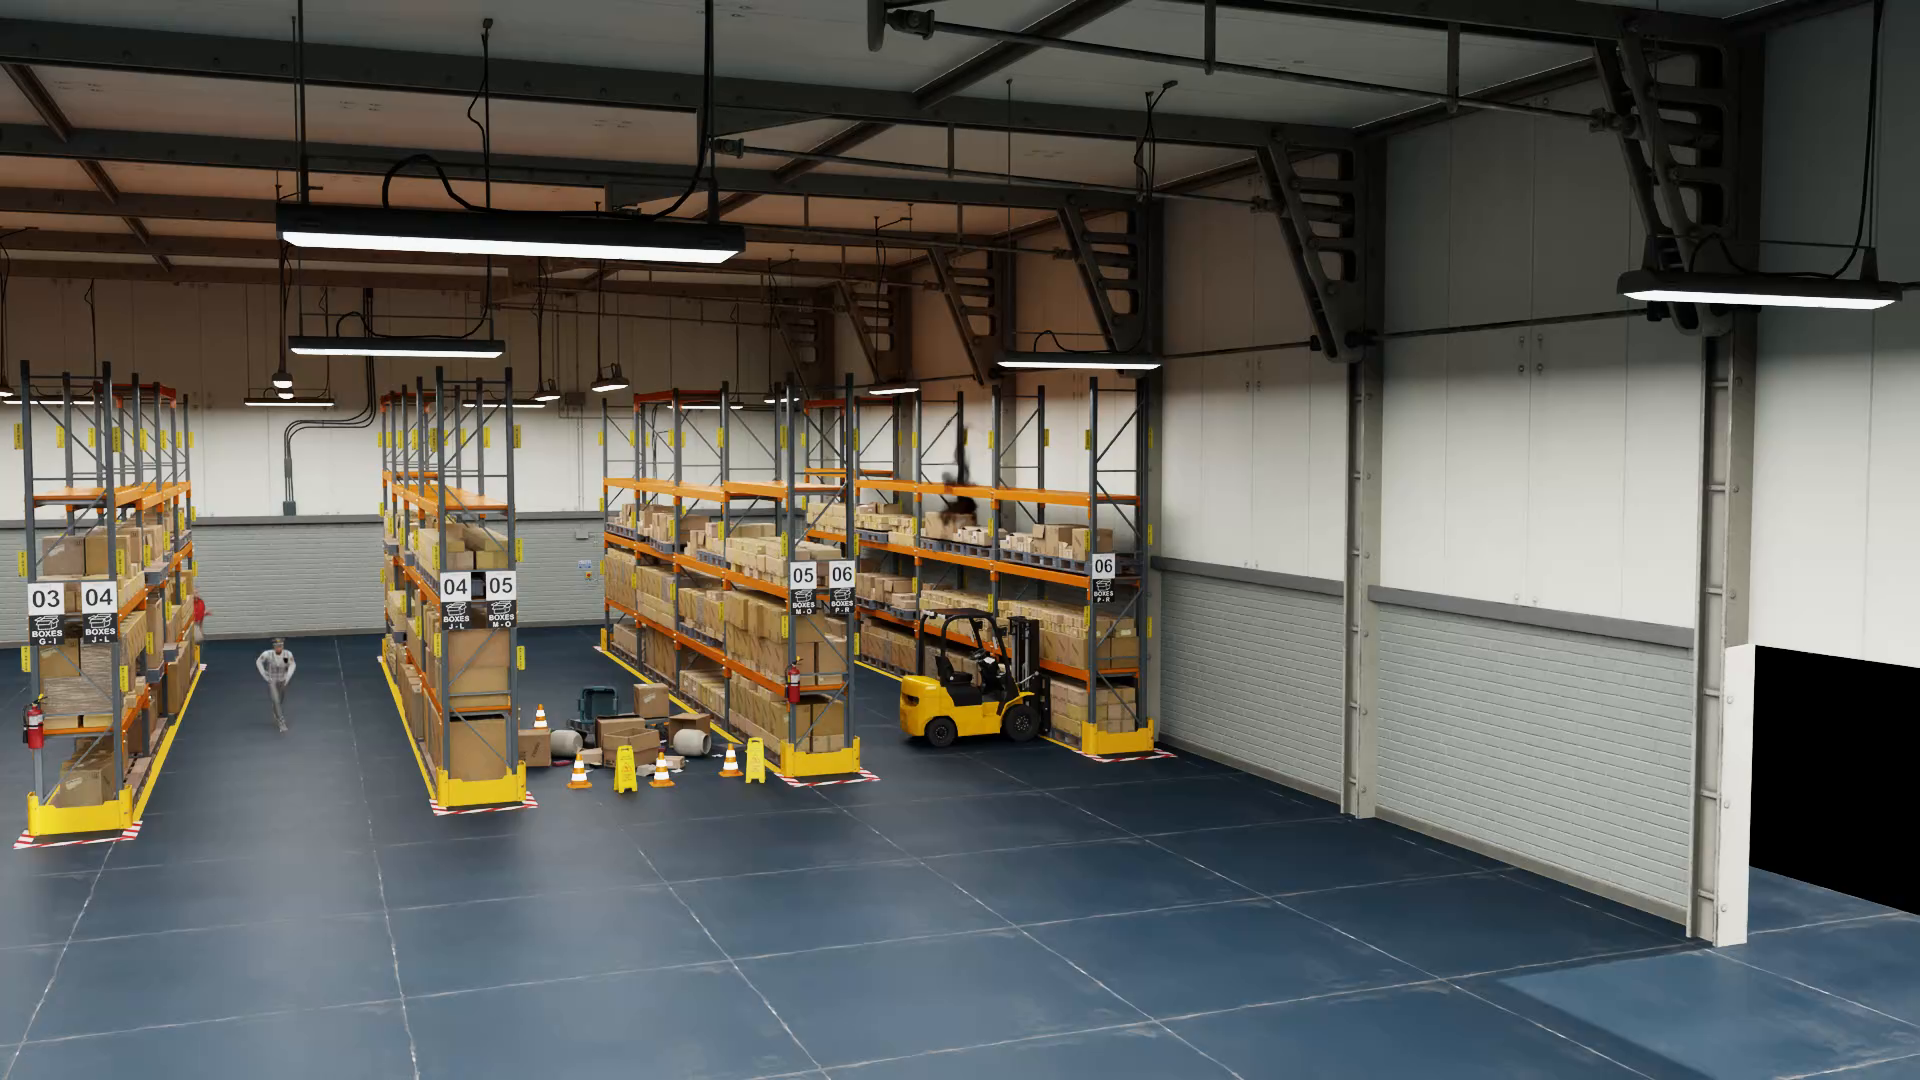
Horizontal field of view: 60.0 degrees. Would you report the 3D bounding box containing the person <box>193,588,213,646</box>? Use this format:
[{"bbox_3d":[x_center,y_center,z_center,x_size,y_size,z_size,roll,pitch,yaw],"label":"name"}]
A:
[{"bbox_3d":[-17.102,1.920,37.208,0.716,1.692,0.683,1,4,19],"label":"person"}]

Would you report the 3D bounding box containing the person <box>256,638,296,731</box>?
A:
[{"bbox_3d":[-11.905,2.484,28.949,0.638,1.632,0.939,-2,4,-26],"label":"person"}]
